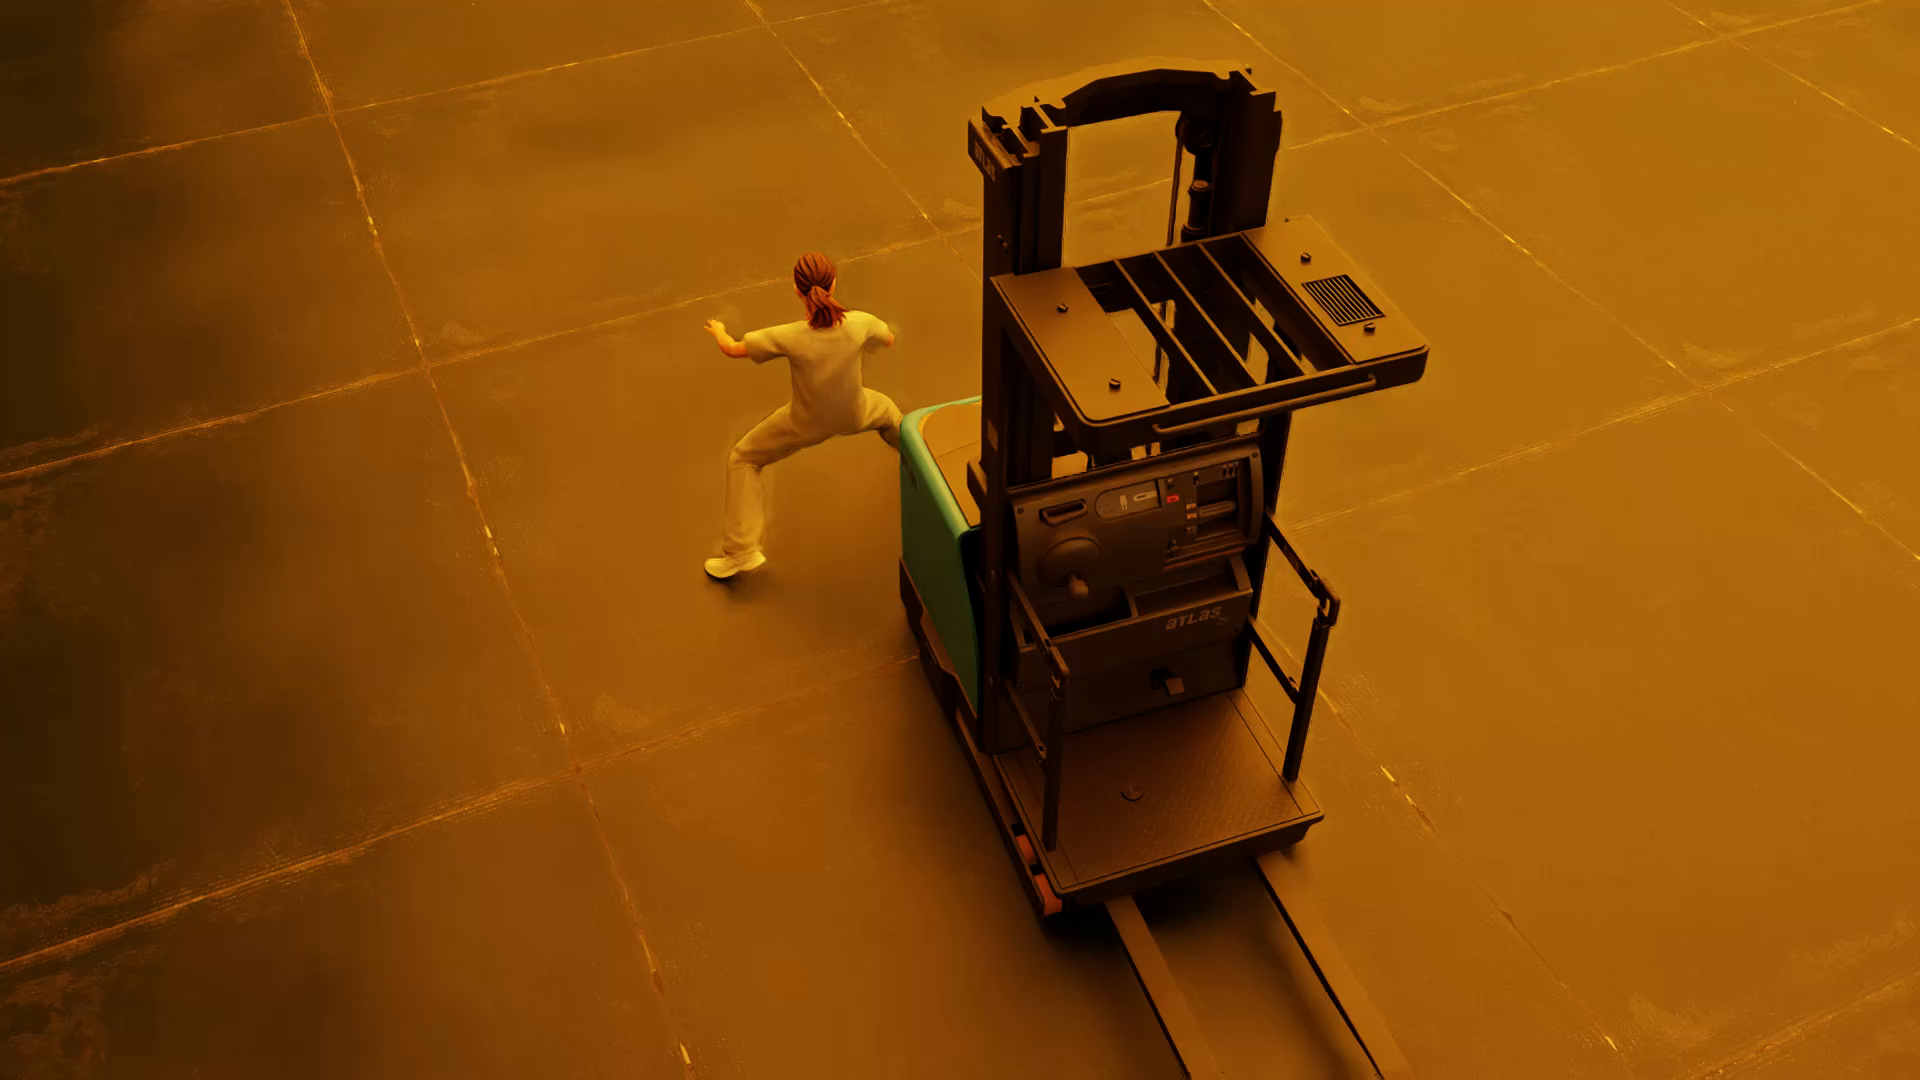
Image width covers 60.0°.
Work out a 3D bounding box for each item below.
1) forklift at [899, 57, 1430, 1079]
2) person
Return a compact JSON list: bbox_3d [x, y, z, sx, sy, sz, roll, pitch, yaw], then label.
[{"bbox_3d":[0.702,0.030,5.648,1.130,2.935,3.031,-14,45,-14],"label":"forklift"},{"bbox_3d":[-0.678,-0.686,7.492,1.216,1.466,0.829,-13,45,-14],"label":"person"}]
